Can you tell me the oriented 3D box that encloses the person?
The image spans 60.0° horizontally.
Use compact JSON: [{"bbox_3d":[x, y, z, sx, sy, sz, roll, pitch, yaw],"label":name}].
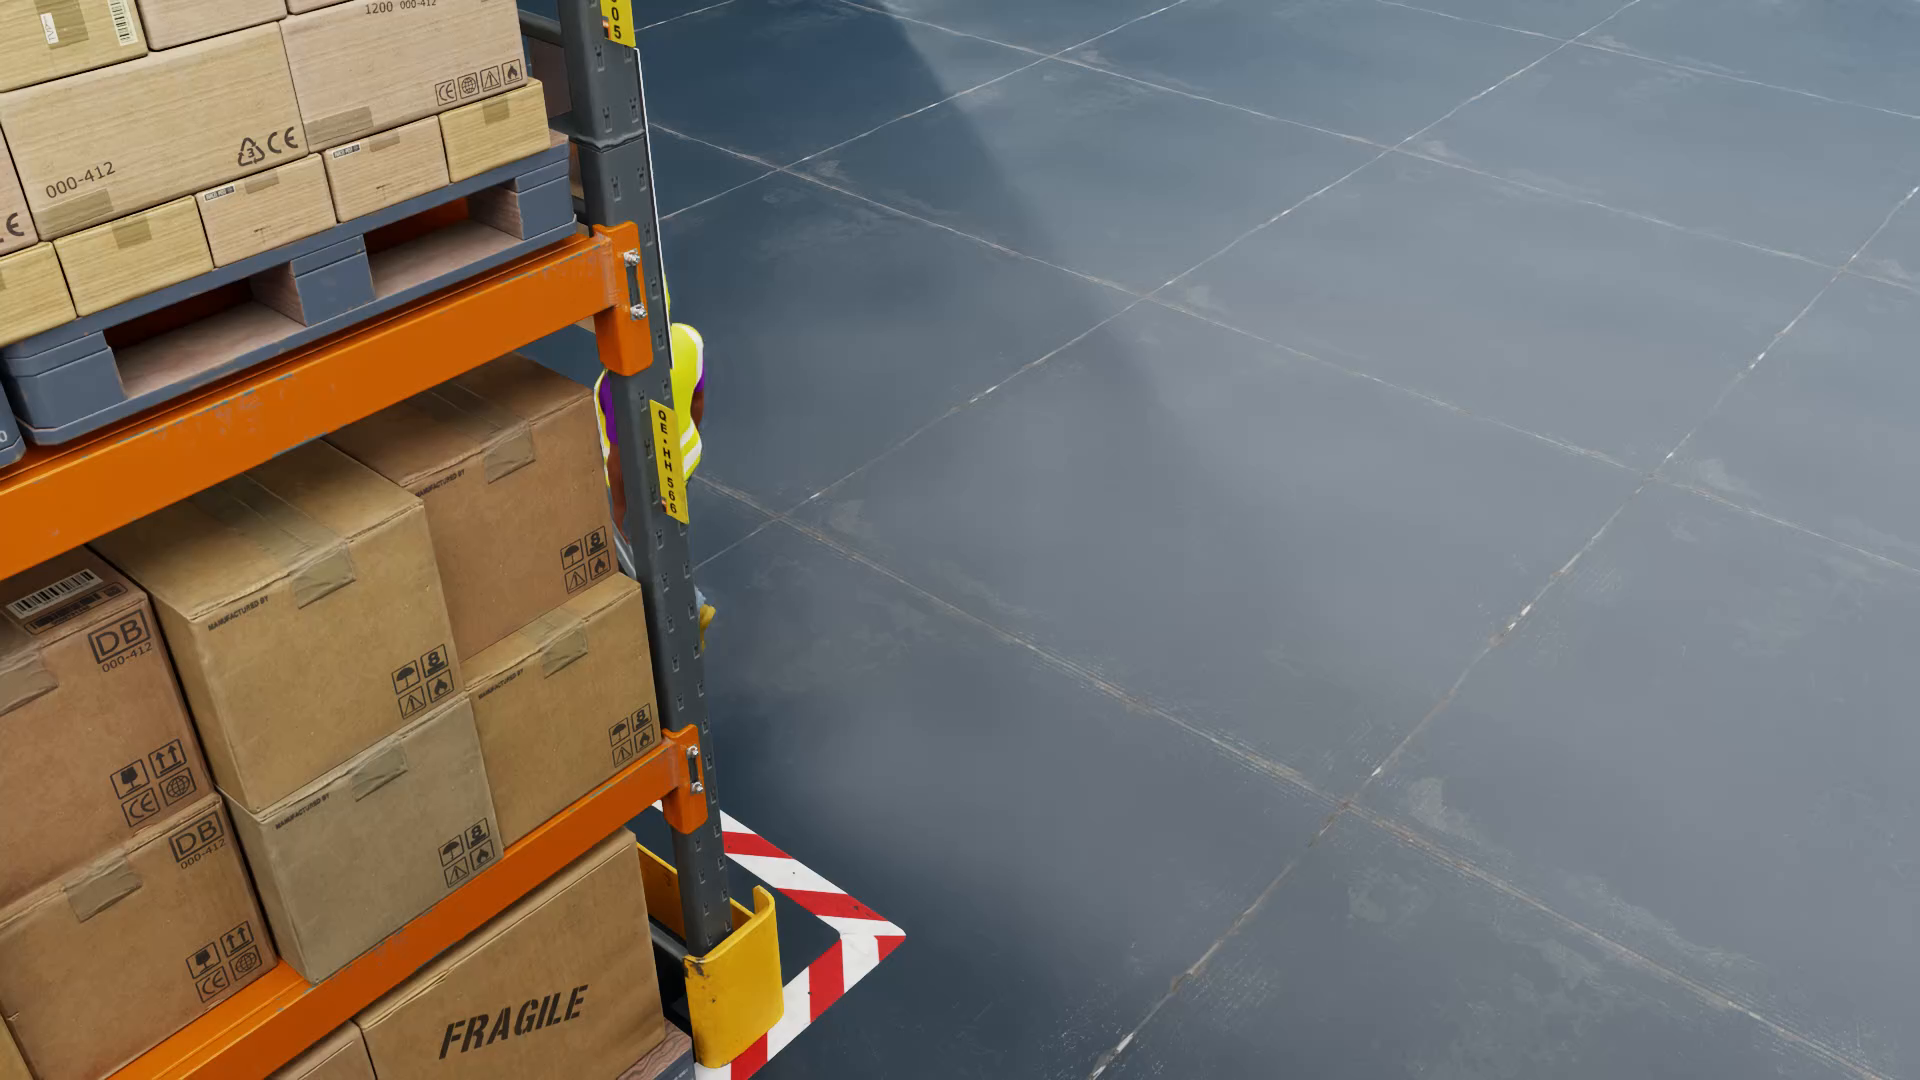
[{"bbox_3d":[-1.221,-0.279,6.498,0.544,1.752,0.589,14,37,19],"label":"person"}]
